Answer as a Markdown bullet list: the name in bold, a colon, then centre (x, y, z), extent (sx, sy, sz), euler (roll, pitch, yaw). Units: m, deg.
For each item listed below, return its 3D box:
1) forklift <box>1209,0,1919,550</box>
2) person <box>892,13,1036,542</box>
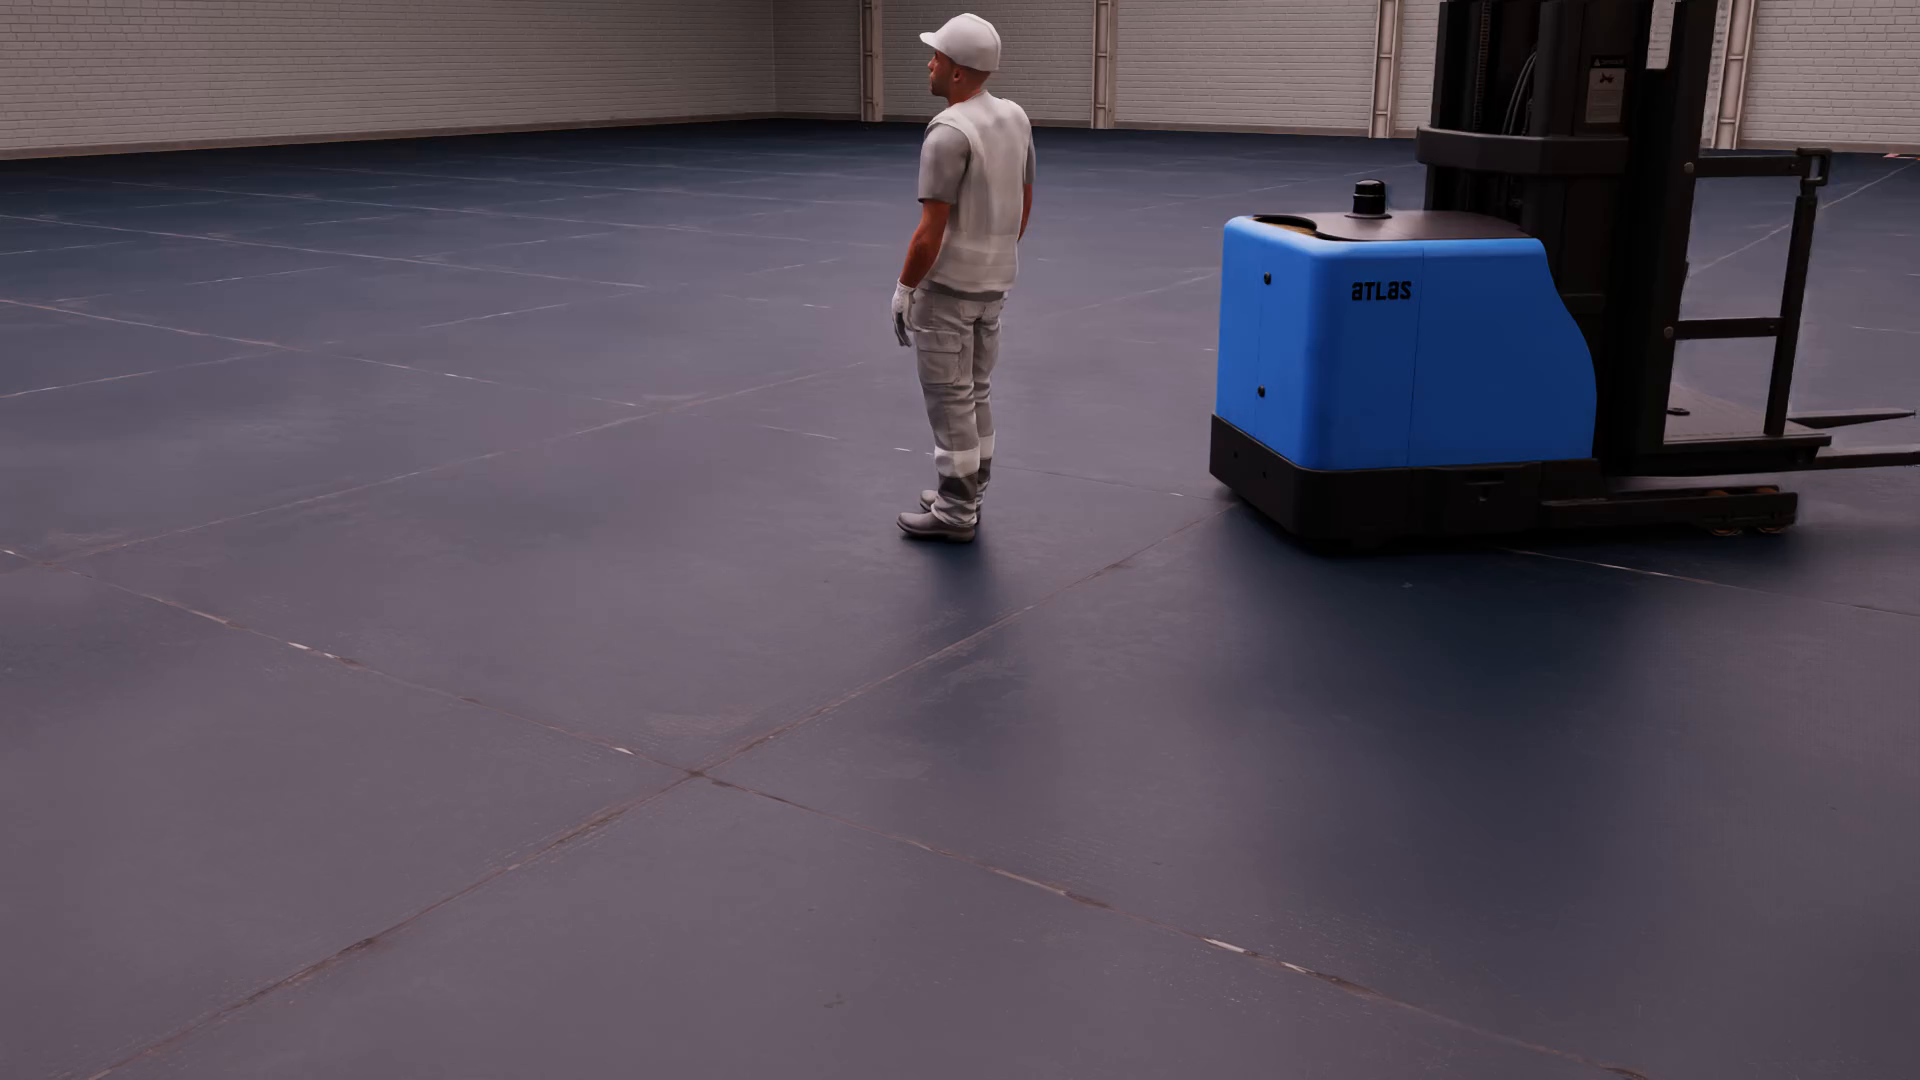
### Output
- **forklift**: centre (2.557, -1.560, 6.051), extent (3.031, 2.935, 1.130), euler (-3, 17, -11)
- **person**: centre (-0.059, -0.880, 5.743), extent (0.564, 1.787, 0.638), euler (11, 20, 33)
